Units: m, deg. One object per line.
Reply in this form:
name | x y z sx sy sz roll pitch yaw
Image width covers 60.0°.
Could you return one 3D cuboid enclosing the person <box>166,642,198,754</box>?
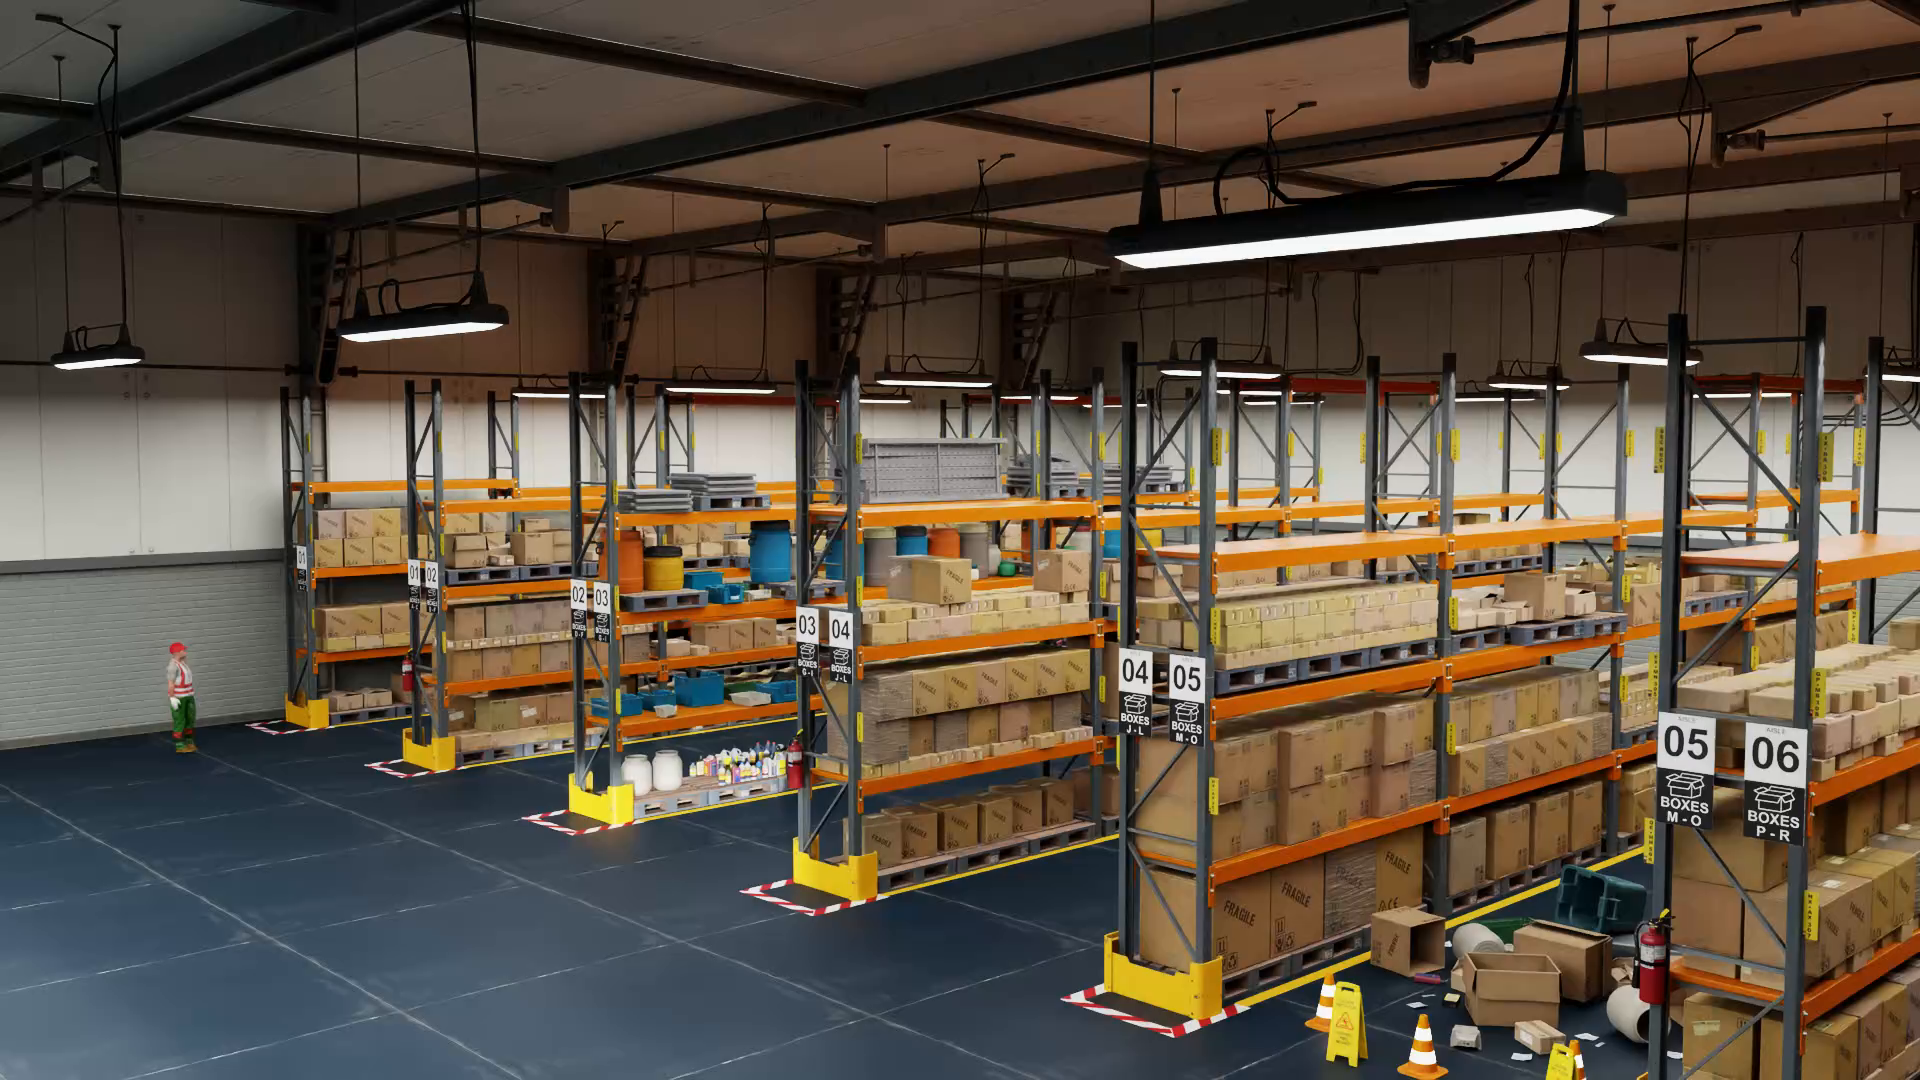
person | -12.605 2.563 26.954 0.435 1.820 0.608 1 4 13
